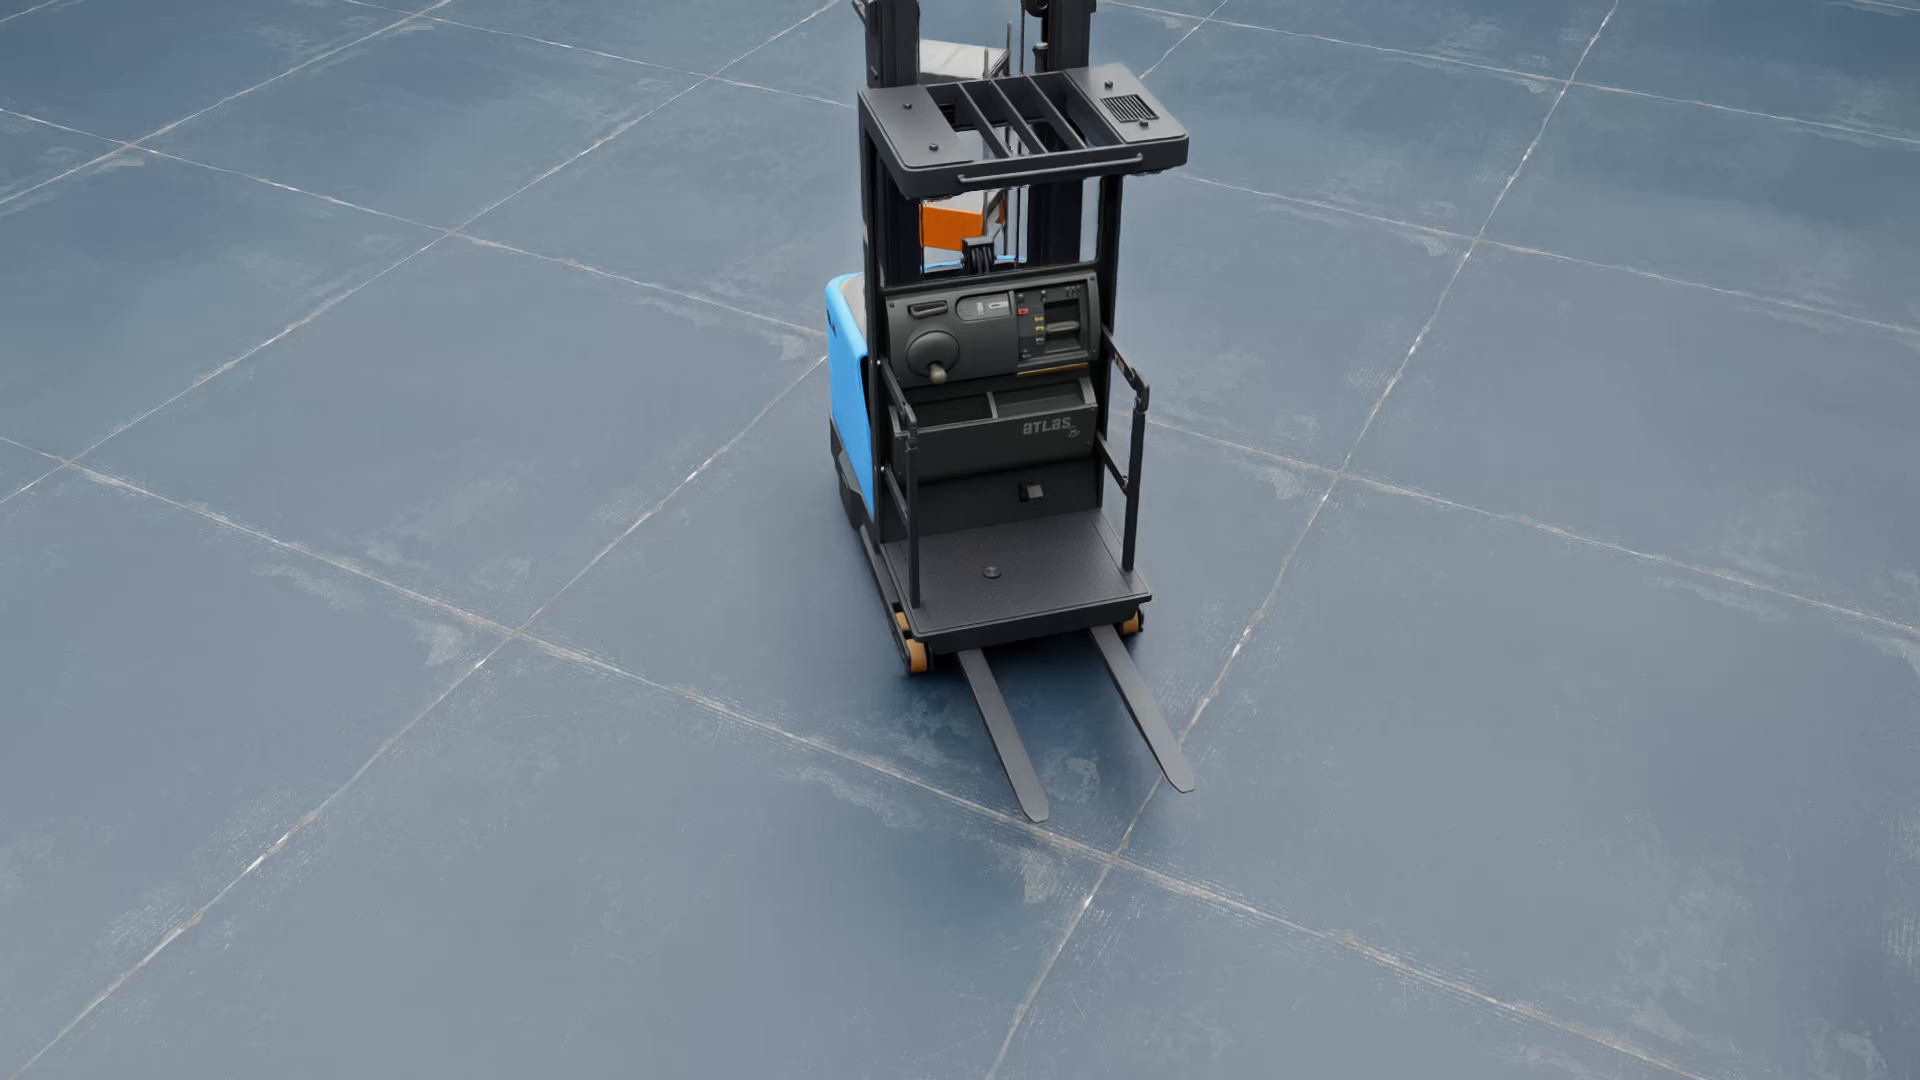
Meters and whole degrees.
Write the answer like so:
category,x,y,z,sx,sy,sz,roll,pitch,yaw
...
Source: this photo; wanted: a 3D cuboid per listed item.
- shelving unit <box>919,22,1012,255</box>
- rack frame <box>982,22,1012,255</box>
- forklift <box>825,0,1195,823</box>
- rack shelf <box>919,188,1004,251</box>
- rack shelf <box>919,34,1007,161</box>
category,x,y,z,sx,sy,sz,roll,pitch,yaw
shelving unit,-0.049,-1.622,8.650,0.503,2.100,0.431,12,39,15
rack frame,0.182,-1.575,8.588,0.015,2.100,0.400,12,39,15
forklift,0.206,-0.831,6.920,1.130,2.935,3.031,-9,38,-12
rack shelf,-0.049,-1.611,8.658,0.480,0.518,0.431,12,39,15
rack shelf,-0.049,-2.169,8.235,0.480,0.518,0.431,12,39,15
